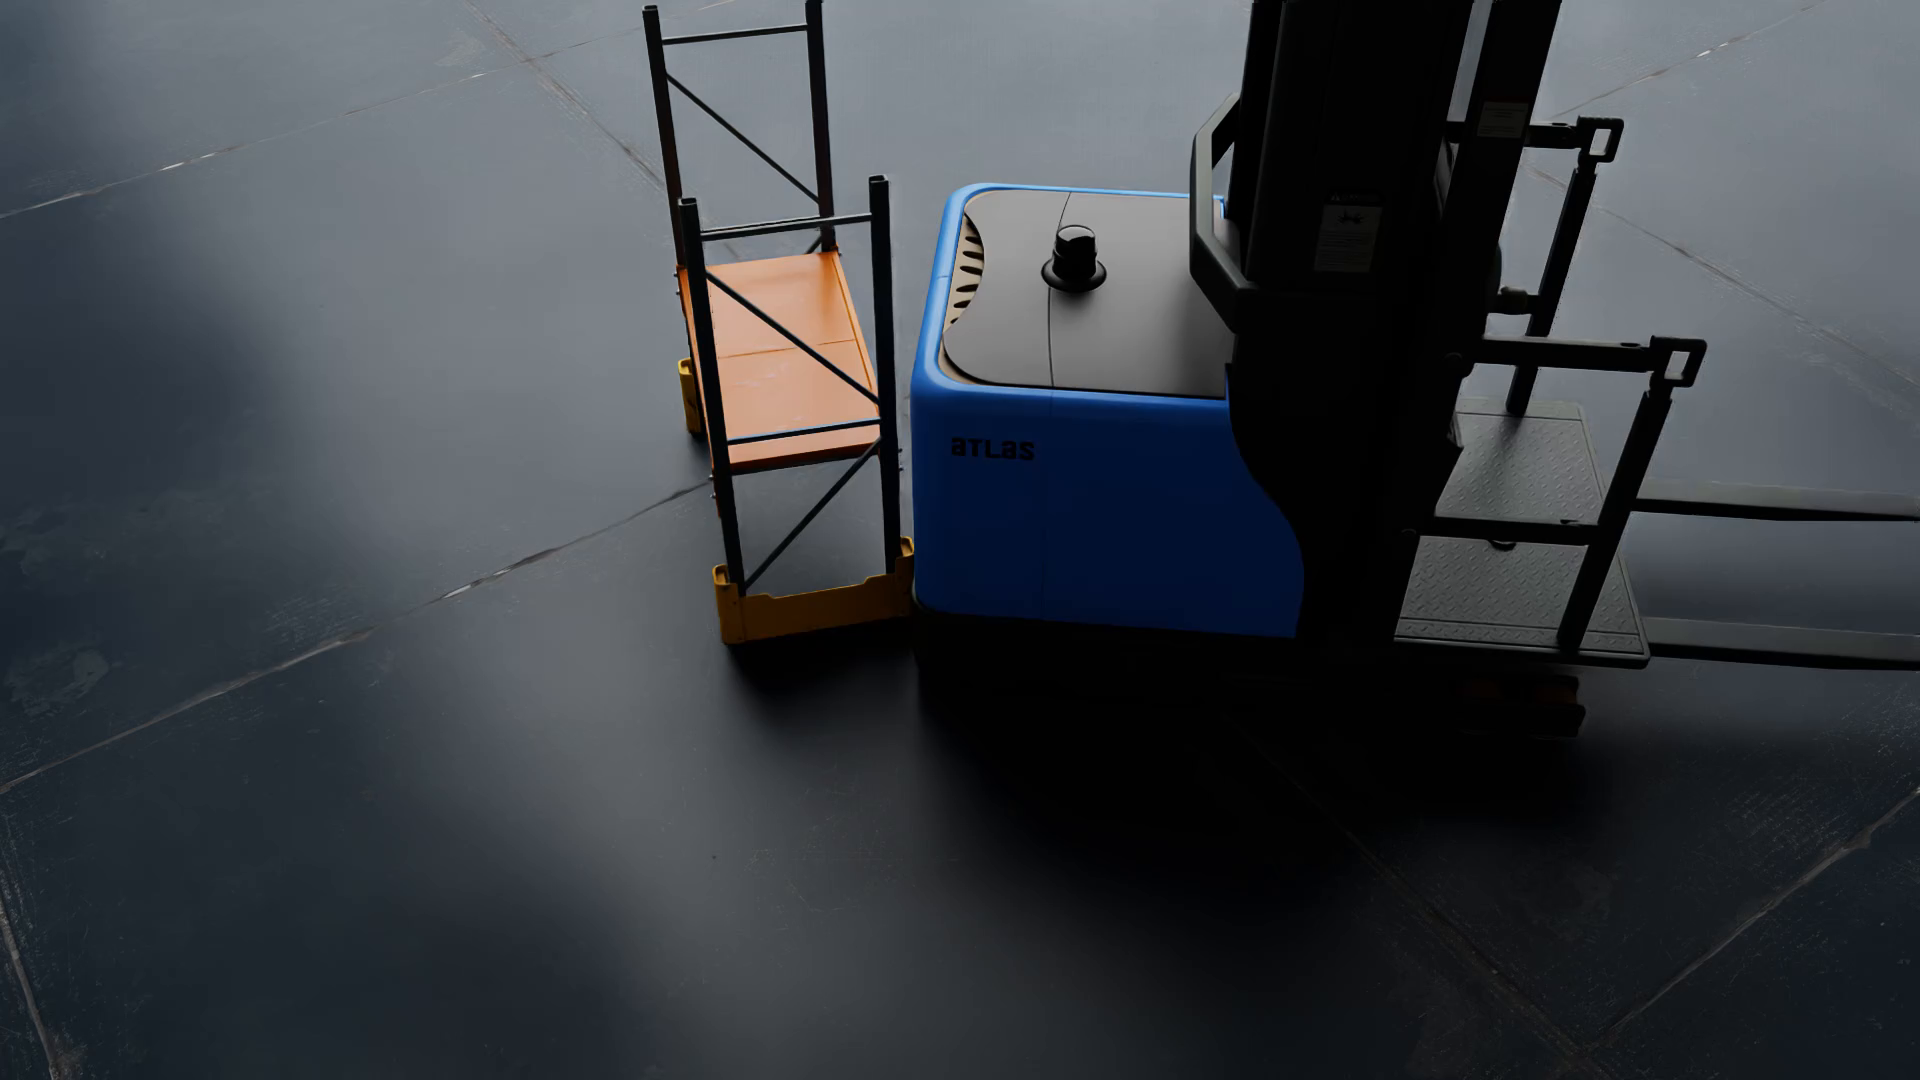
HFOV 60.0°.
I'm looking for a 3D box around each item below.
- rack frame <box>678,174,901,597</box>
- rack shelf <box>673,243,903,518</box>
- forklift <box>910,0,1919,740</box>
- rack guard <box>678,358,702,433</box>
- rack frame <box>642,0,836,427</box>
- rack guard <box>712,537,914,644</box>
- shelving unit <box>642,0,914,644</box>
[{"bbox_3d":[-0.418,-0.290,4.467,0.500,1.500,0.032,-9,44,-9],"label":"rack frame"},{"bbox_3d":[-0.530,-0.502,4.950,0.538,0.185,1.000,-9,44,-9],"label":"rack shelf"},{"bbox_3d":[1.411,-0.887,4.057,3.031,2.935,1.130,4,44,4],"label":"forklift"},{"bbox_3d":[-0.641,-0.522,5.616,0.587,0.250,0.087,-9,44,-9],"label":"rack guard"},{"bbox_3d":[-0.641,-0.975,5.185,0.500,1.500,0.032,-9,44,-9],"label":"rack frame"},{"bbox_3d":[-0.423,0.149,4.913,0.587,0.250,0.087,-9,44,-9],"label":"rack guard"},{"bbox_3d":[-0.532,-0.638,4.832,0.587,1.500,1.083,-9,44,-9],"label":"shelving unit"}]
